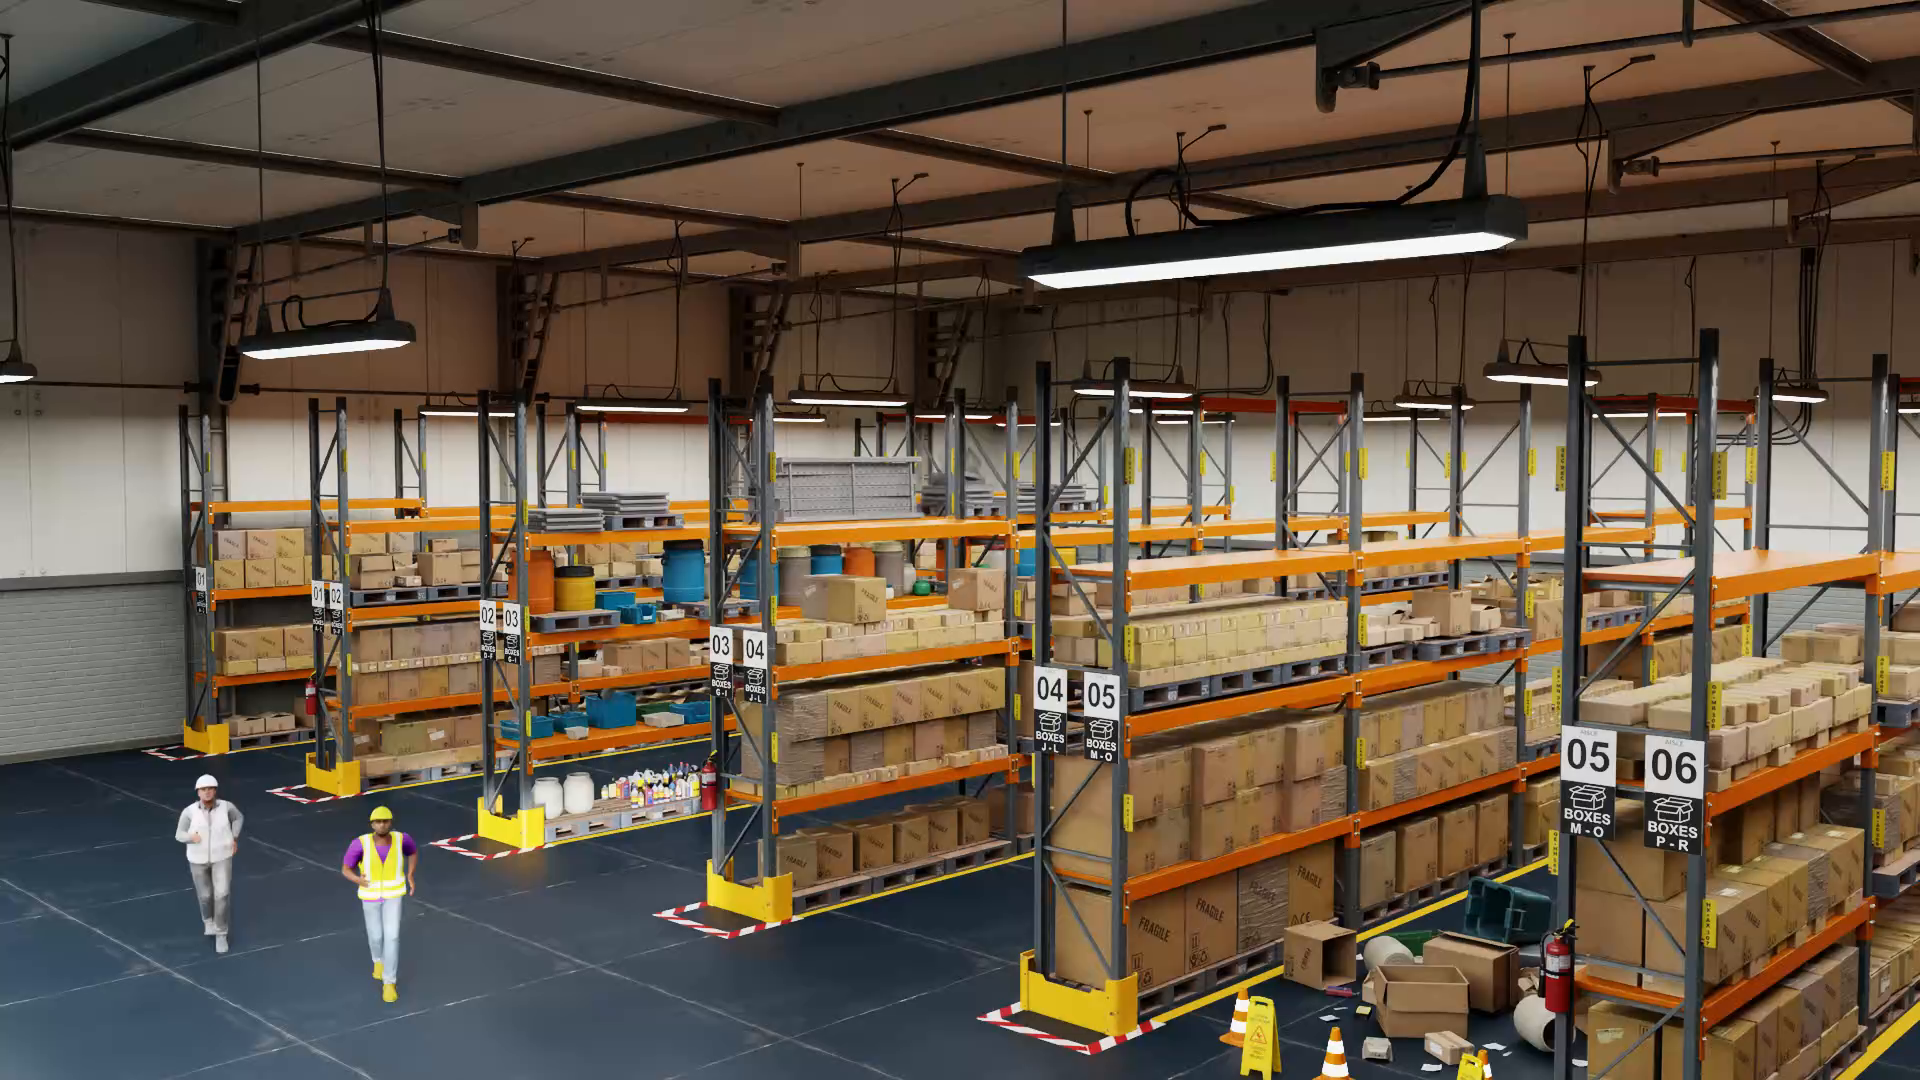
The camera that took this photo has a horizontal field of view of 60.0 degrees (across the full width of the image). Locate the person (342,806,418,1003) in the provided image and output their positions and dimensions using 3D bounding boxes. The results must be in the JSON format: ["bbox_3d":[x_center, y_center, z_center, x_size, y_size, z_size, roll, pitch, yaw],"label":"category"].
[{"bbox_3d":[-5.557,3.433,15.945,0.687,1.782,0.902,-1,3,-17],"label":"person"}]

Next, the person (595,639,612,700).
[{"bbox_3d":[-6.695,2.652,31.549,0.539,1.709,0.899,2,4,31],"label":"person"}]

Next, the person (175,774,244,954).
[{"bbox_3d":[-7.850,3.364,17.405,0.643,1.836,0.801,-1,3,-21],"label":"person"}]
